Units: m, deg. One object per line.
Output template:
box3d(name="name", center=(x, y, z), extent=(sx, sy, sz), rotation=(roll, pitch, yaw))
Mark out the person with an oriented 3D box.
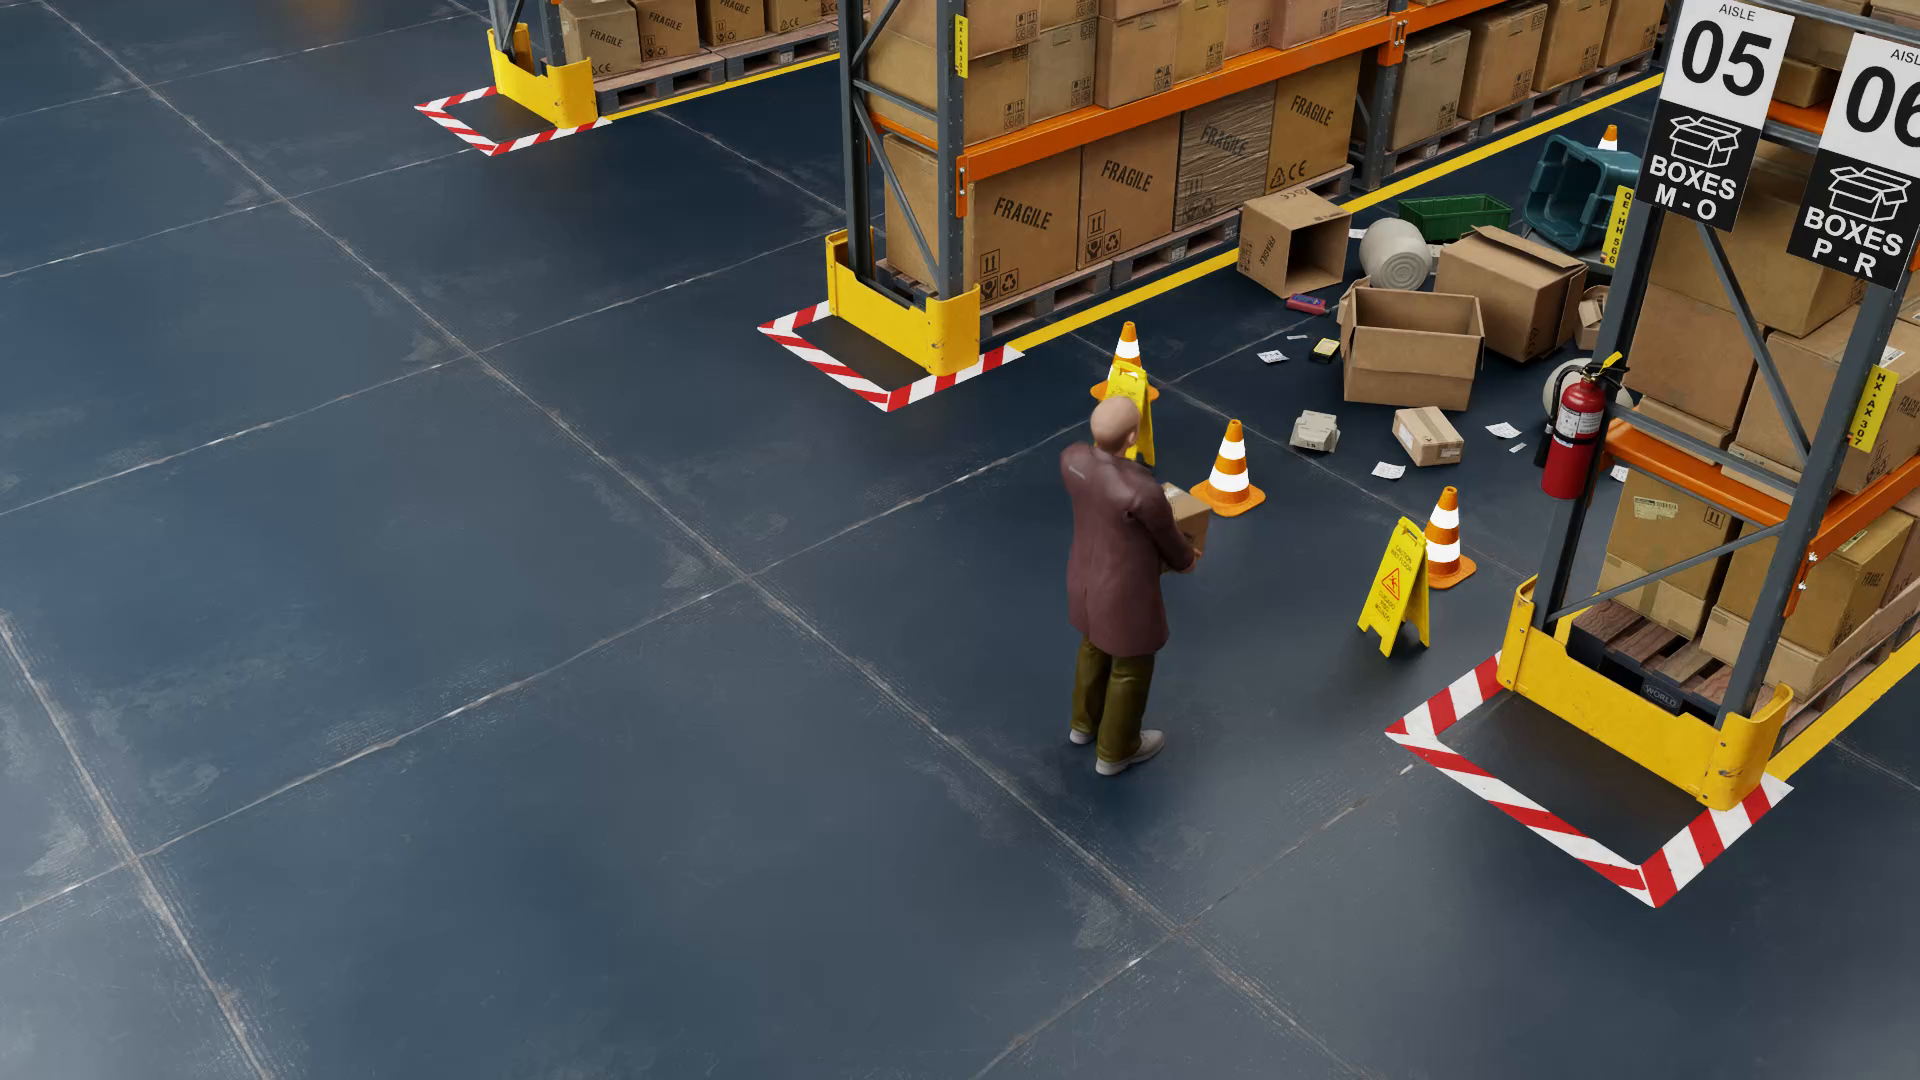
box3d(name="person", center=(0.707, 0.143, 6.894), extent=(0.548, 1.779, 0.525), rotation=(-27, 43, -32))
